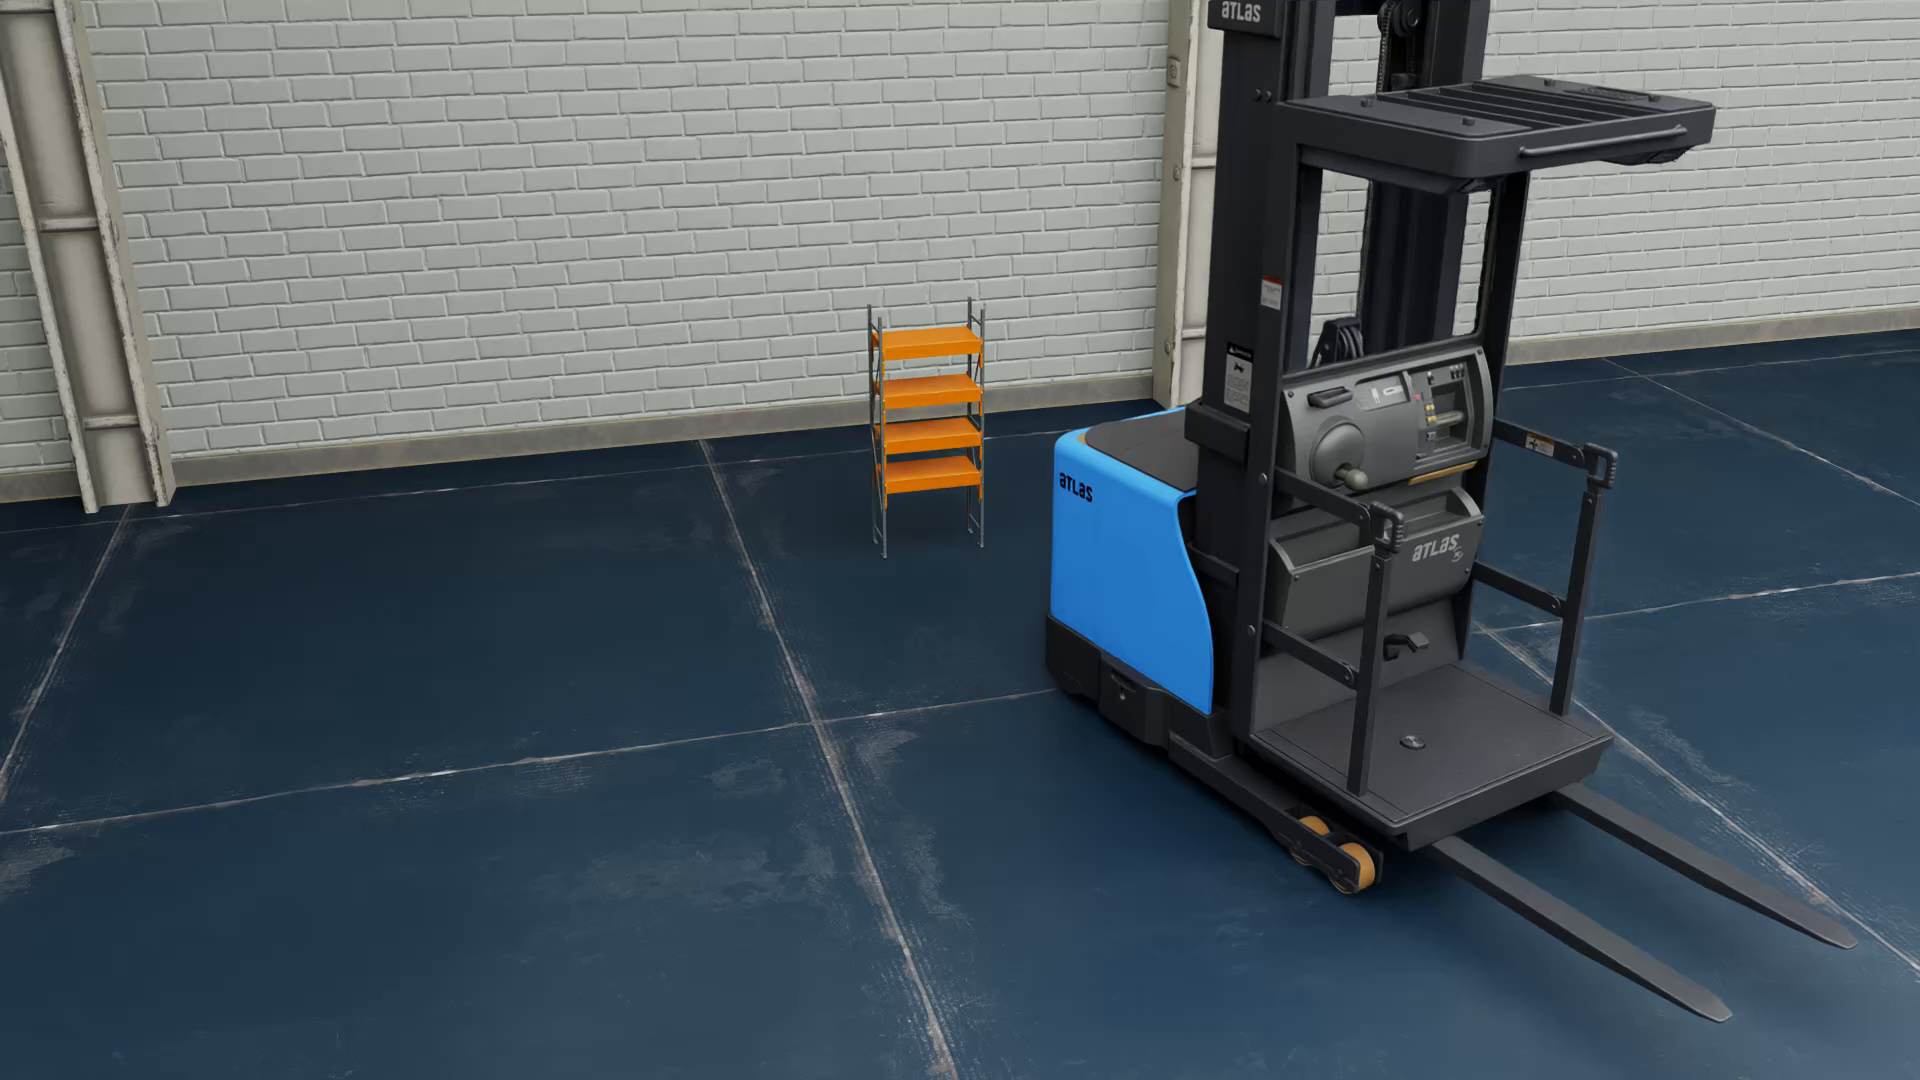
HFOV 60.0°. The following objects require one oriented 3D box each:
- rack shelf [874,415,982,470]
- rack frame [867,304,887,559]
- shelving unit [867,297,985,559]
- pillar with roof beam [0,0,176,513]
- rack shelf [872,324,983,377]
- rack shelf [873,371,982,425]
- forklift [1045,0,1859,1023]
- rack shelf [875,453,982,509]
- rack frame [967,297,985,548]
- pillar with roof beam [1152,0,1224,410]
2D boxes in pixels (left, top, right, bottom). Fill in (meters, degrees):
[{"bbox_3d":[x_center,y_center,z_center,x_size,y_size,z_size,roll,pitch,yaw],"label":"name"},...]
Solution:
[{"bbox_3d":[-0.159,-0.472,7.999,0.480,0.148,0.258,-6,24,-14],"label":"rack shelf"},{"bbox_3d":[-0.394,-0.508,7.912,0.015,1.200,0.240,-6,24,-14],"label":"rack frame"},{"bbox_3d":[-0.159,-0.534,7.972,0.503,1.200,0.258,-6,24,-14],"label":"shelving unit"},{"bbox_3d":[-3.197,-2.718,3.171,0.400,9.000,9.100,-6,24,-14],"label":"pillar with roof beam"},{"bbox_3d":[-0.159,-0.895,7.817,0.480,0.148,0.258,-6,24,-14],"label":"rack shelf"},{"bbox_3d":[-0.159,-0.677,7.911,0.480,0.148,0.258,-6,24,-14],"label":"rack shelf"},{"bbox_3d":[1.566,-0.386,5.432,1.130,2.935,3.031,-14,27,-30],"label":"forklift"},{"bbox_3d":[-0.159,-0.289,8.077,0.480,0.148,0.258,-6,24,-14],"label":"rack shelf"},{"bbox_3d":[0.076,-0.560,8.033,0.015,1.200,0.240,-6,24,-14],"label":"rack frame"},{"bbox_3d":[2.580,-3.357,4.661,0.400,9.000,9.100,-6,24,-14],"label":"pillar with roof beam"}]
